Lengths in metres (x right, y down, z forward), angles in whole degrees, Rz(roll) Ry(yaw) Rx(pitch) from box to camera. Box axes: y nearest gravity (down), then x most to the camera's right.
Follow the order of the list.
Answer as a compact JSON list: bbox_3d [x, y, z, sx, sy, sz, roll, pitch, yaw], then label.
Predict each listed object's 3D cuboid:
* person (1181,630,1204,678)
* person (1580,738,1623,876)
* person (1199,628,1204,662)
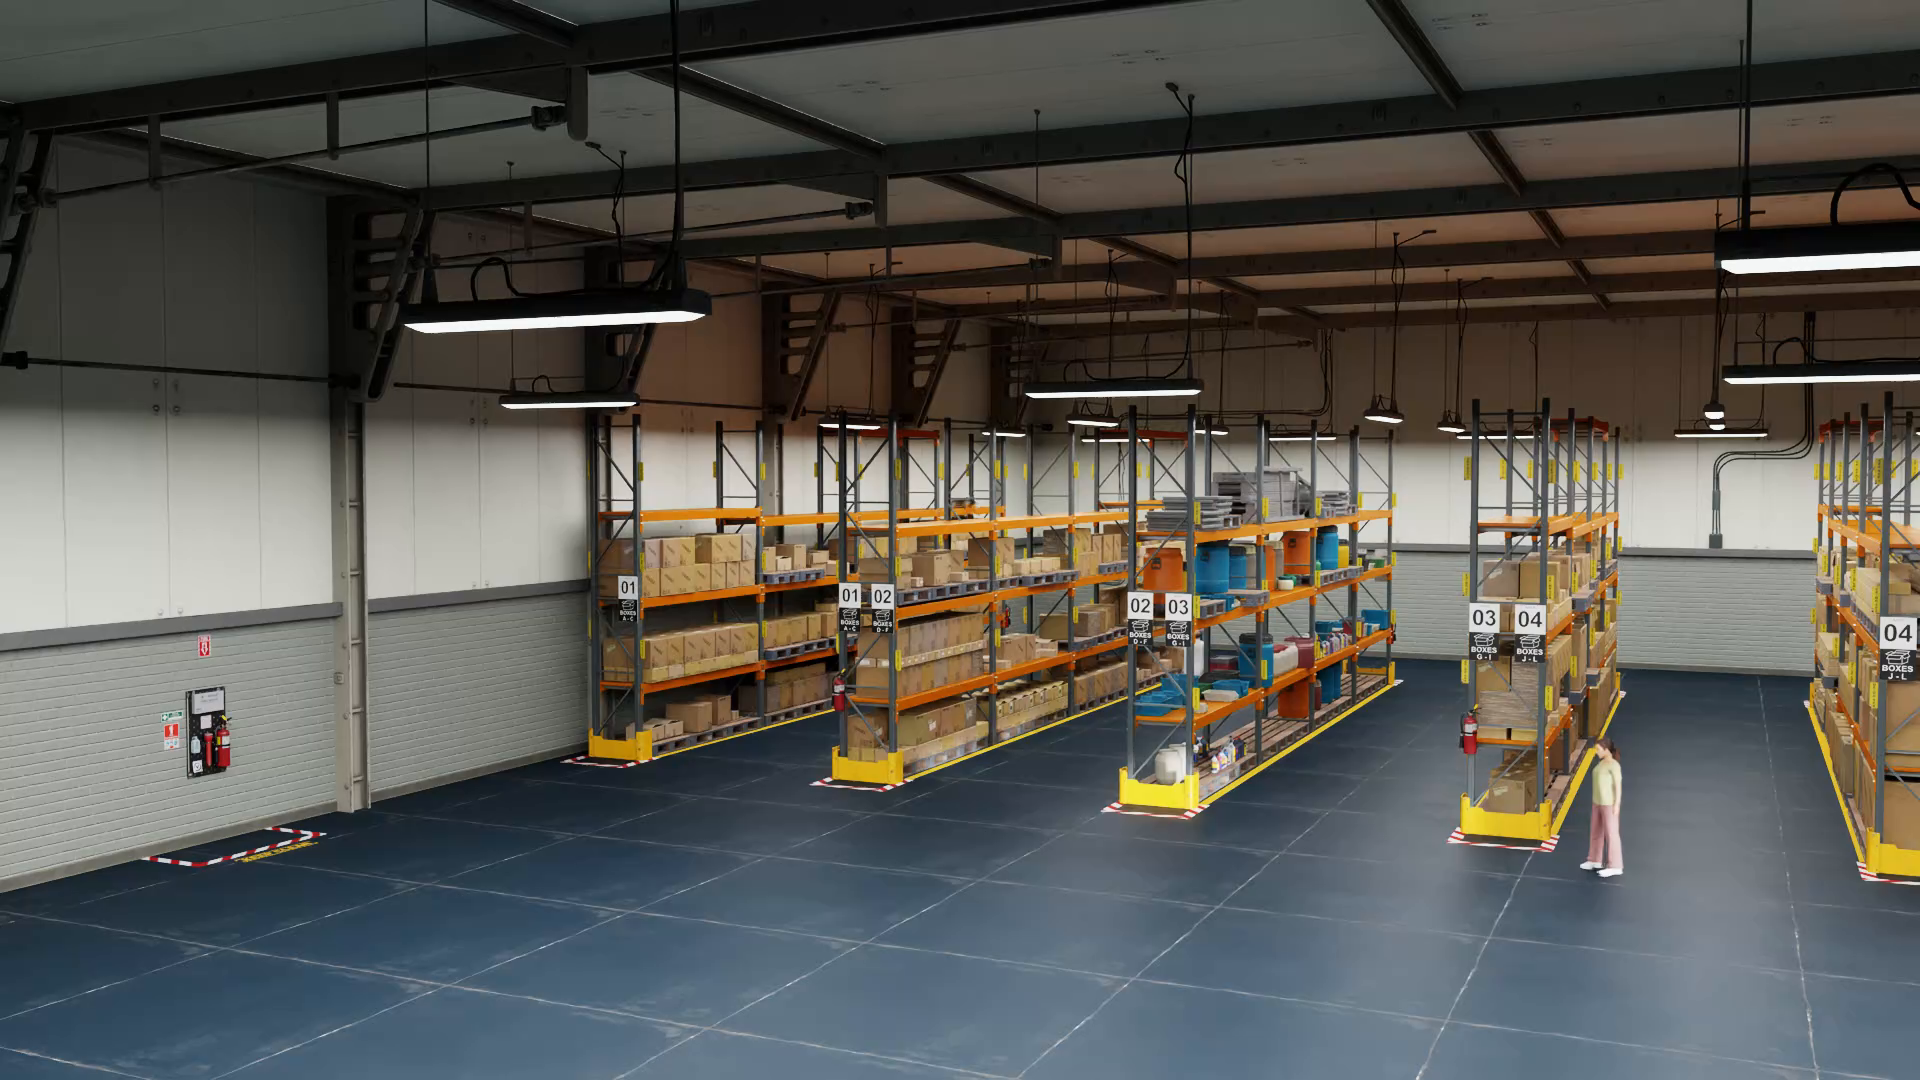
[{"bbox_3d":[4.775,2.708,34.525,0.607,1.777,0.664,-1,3,-29],"label":"person"},{"bbox_3d":[8.019,3.302,20.748,0.423,1.677,0.518,0,2,-12],"label":"person"},{"bbox_3d":[6.319,2.428,43.783,0.552,1.543,0.912,0,2,-7],"label":"person"}]
